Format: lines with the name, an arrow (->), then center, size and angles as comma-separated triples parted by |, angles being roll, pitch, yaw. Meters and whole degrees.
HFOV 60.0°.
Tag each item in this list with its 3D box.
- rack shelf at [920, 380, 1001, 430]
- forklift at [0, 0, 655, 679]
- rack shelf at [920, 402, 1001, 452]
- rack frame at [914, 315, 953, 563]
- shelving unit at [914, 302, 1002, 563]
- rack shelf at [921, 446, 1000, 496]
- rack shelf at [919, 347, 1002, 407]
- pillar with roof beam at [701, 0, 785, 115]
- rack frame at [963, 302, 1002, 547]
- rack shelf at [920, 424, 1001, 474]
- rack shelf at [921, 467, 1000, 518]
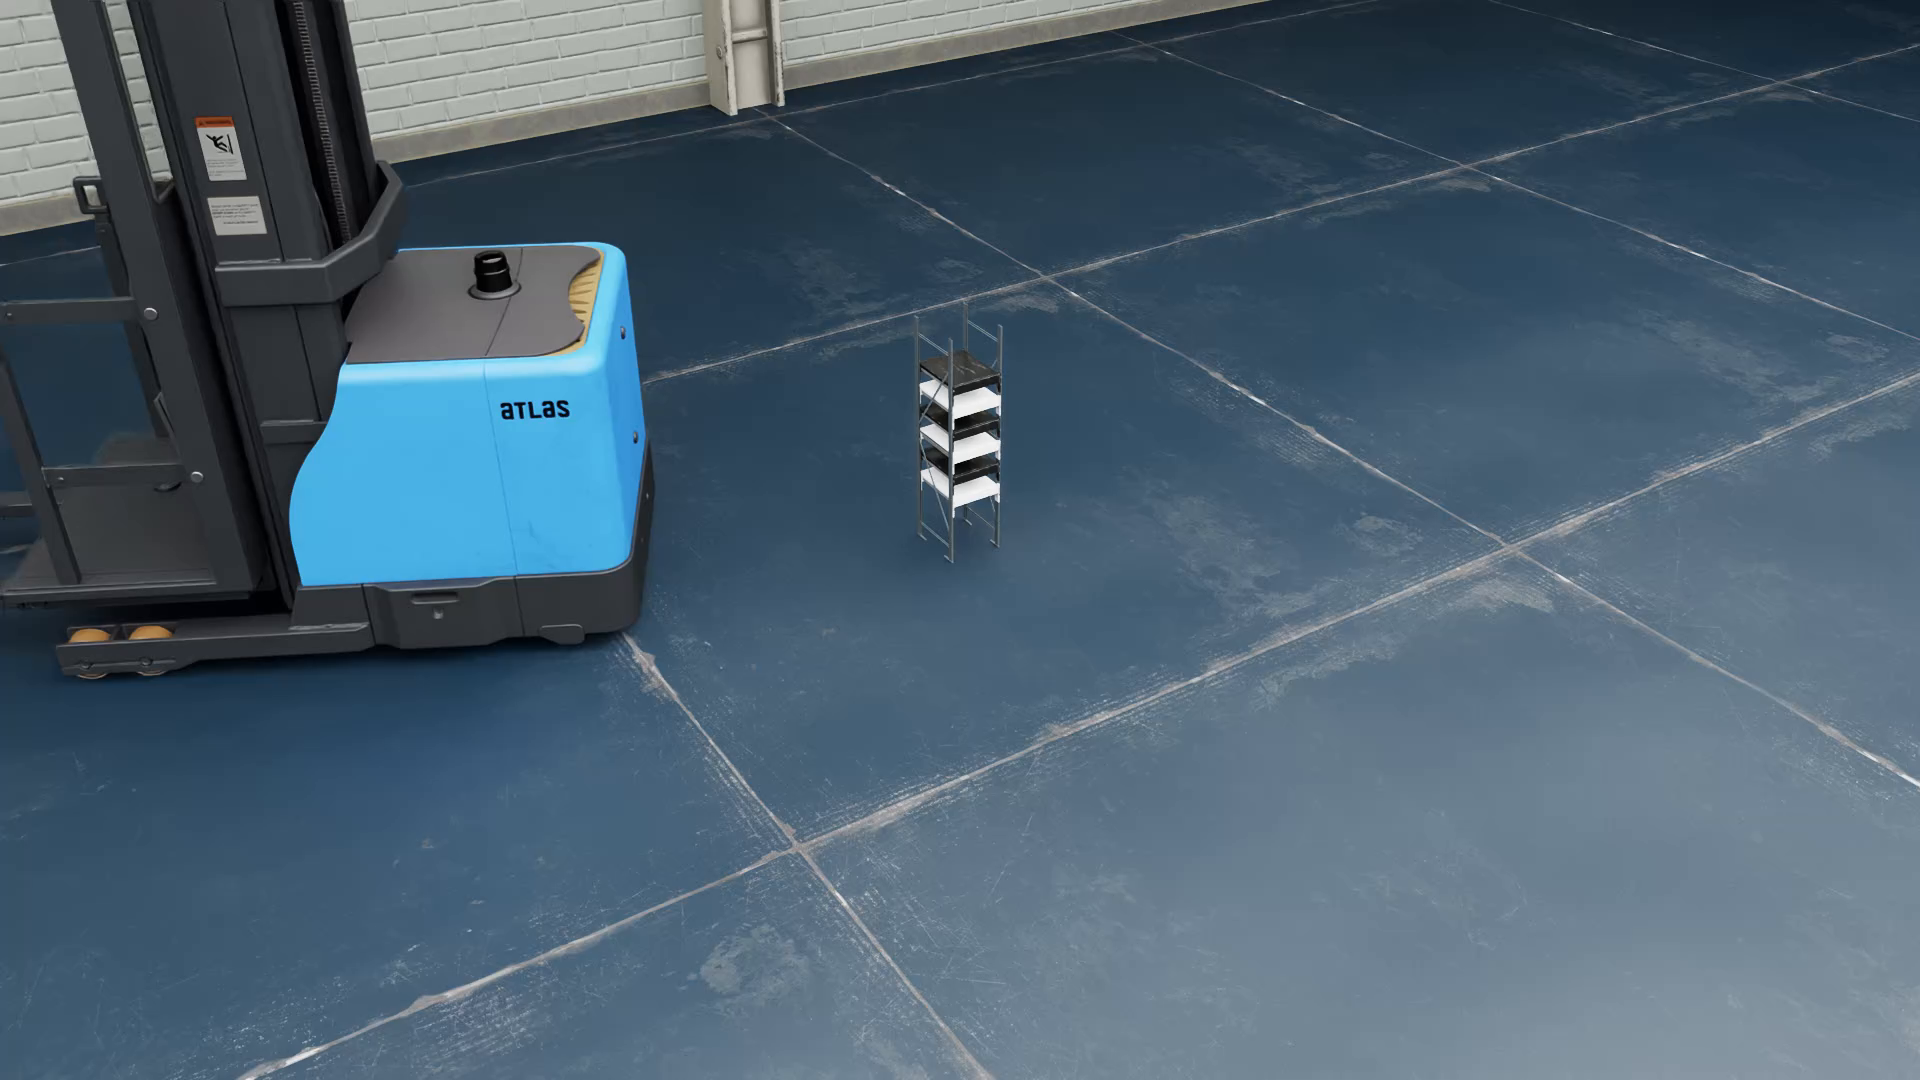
rack shelf -> -0.007, -0.502, 5.928 | 0.200, 0.077, 0.258 | -19, 37, -27
forklift -> -2.646, -1.074, 5.206 | 3.031, 2.935, 1.130 | -3, 32, -5
rack shelf -> -0.007, -0.426, 5.976 | 0.200, 0.077, 0.258 | -19, 37, -27
rack frame -> -0.092, -0.349, 5.960 | 0.006, 0.900, 0.240 | -19, 37, -27
shelving unit -> -0.007, -0.378, 6.006 | 0.210, 0.900, 0.258 | -19, 37, -27
rack shelf -> -0.007, -0.274, 6.072 | 0.200, 0.077, 0.258 | -19, 37, -27
rack shelf -> -0.007, -0.578, 5.880 | 0.200, 0.077, 0.258 | -19, 37, -27
pillar with roof beam -> 0.963, -4.681, 5.236 | 0.400, 9.000, 9.100 | -19, 37, -27
rack frame -> 0.079, -0.408, 6.053 | 0.006, 0.900, 0.240 | -19, 37, -27
rack shelf -> -0.007, -0.350, 6.024 | 0.200, 0.077, 0.258 | -19, 37, -27
rack shelf -> -0.007, -0.198, 6.120 | 0.200, 0.077, 0.258 | -19, 37, -27
